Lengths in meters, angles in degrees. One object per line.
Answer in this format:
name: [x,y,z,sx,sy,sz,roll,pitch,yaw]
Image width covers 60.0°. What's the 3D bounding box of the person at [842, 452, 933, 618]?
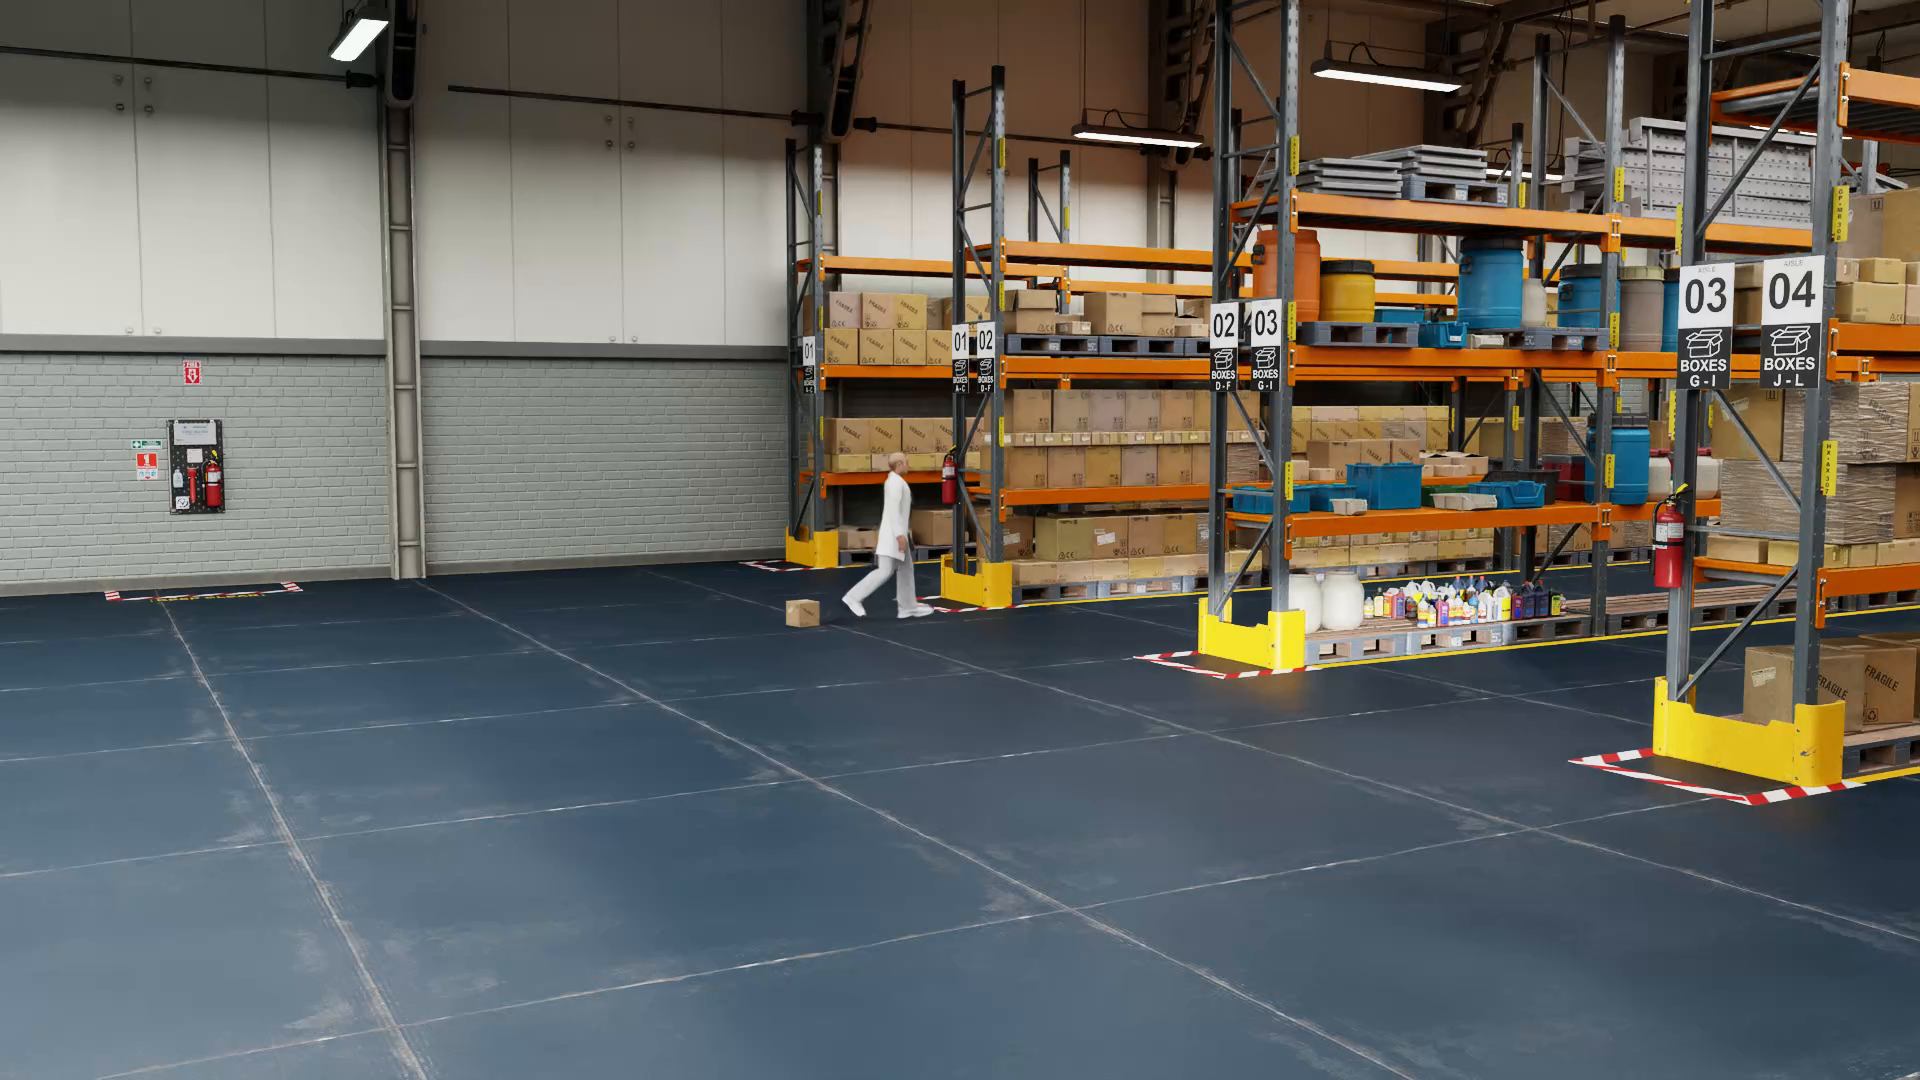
person: [-0.764,-0.042,17.544,0.955,1.762,0.619,0,5,-2]
